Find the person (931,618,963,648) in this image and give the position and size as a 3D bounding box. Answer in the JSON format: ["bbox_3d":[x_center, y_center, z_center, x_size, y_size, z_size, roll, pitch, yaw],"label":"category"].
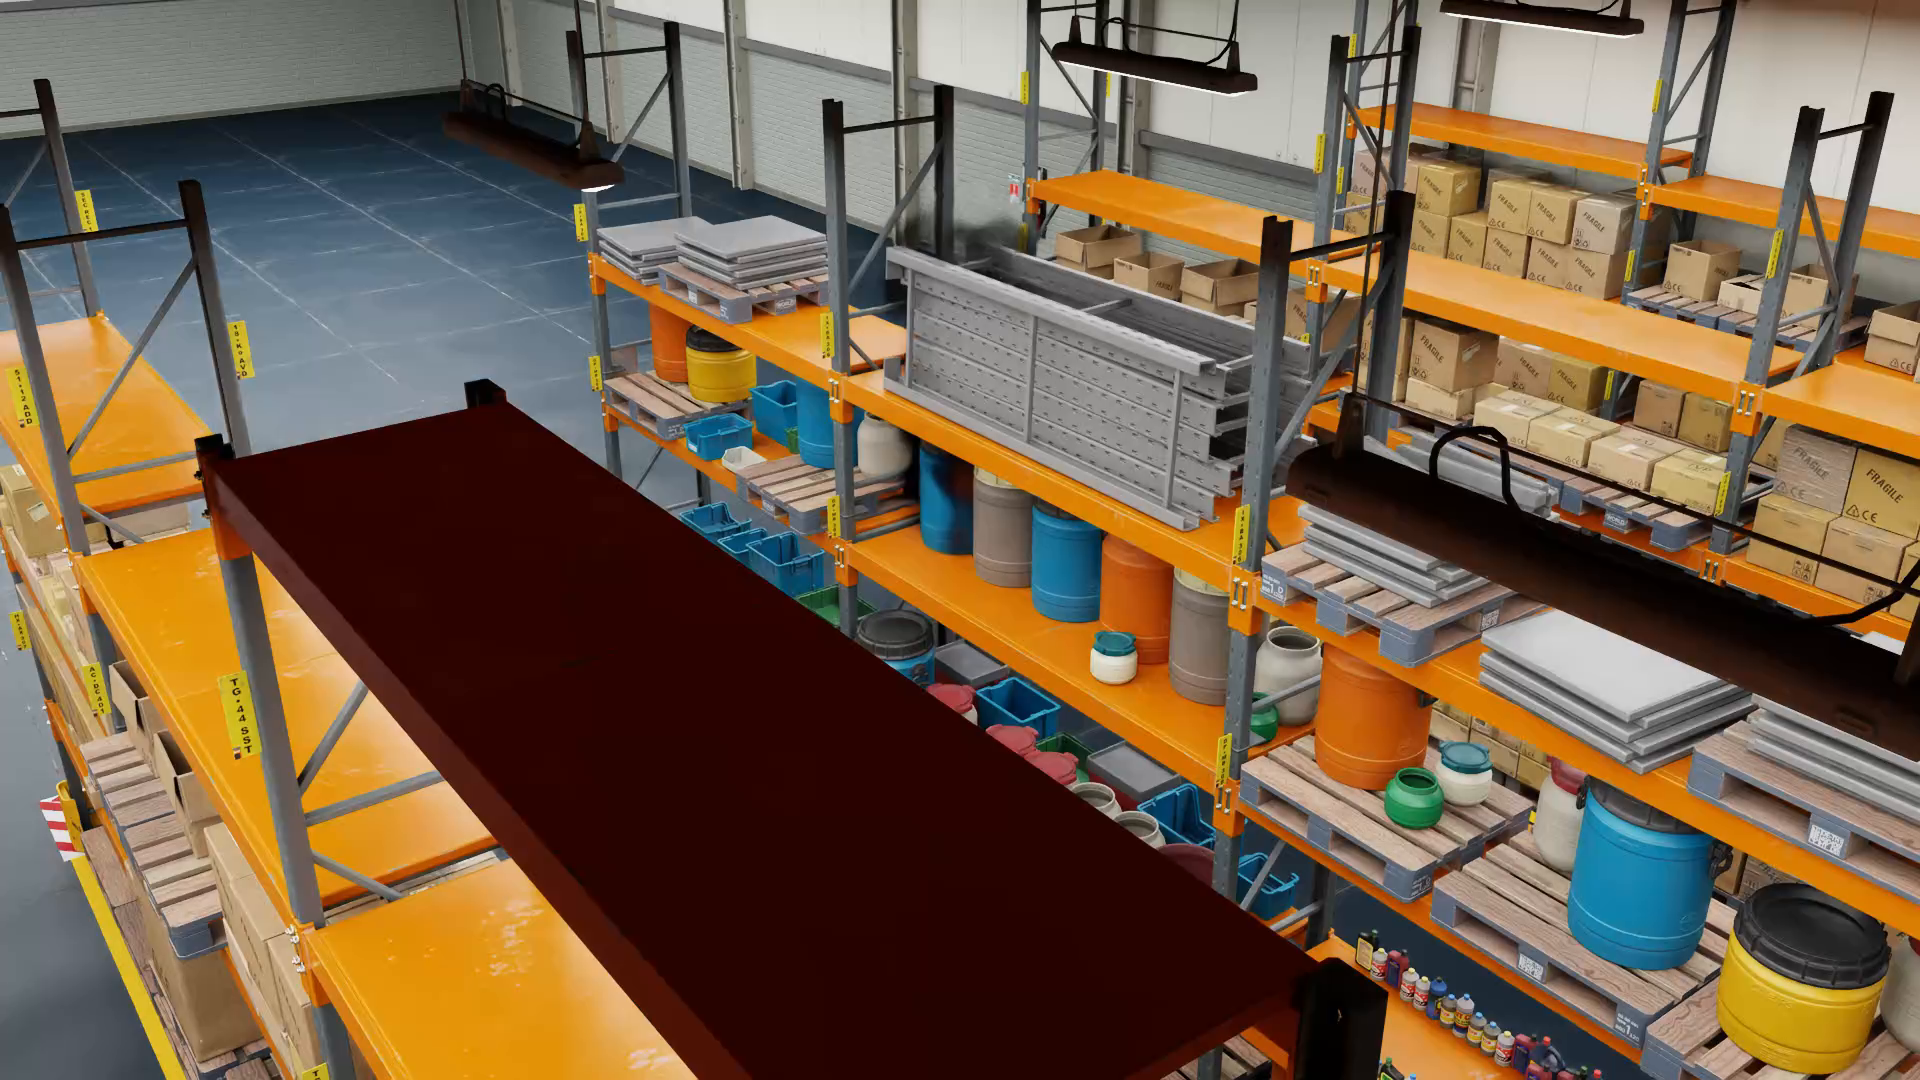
[{"bbox_3d":[-0.064,0.861,15.317,0.877,1.509,0.538,22,33,39],"label":"person"}]
